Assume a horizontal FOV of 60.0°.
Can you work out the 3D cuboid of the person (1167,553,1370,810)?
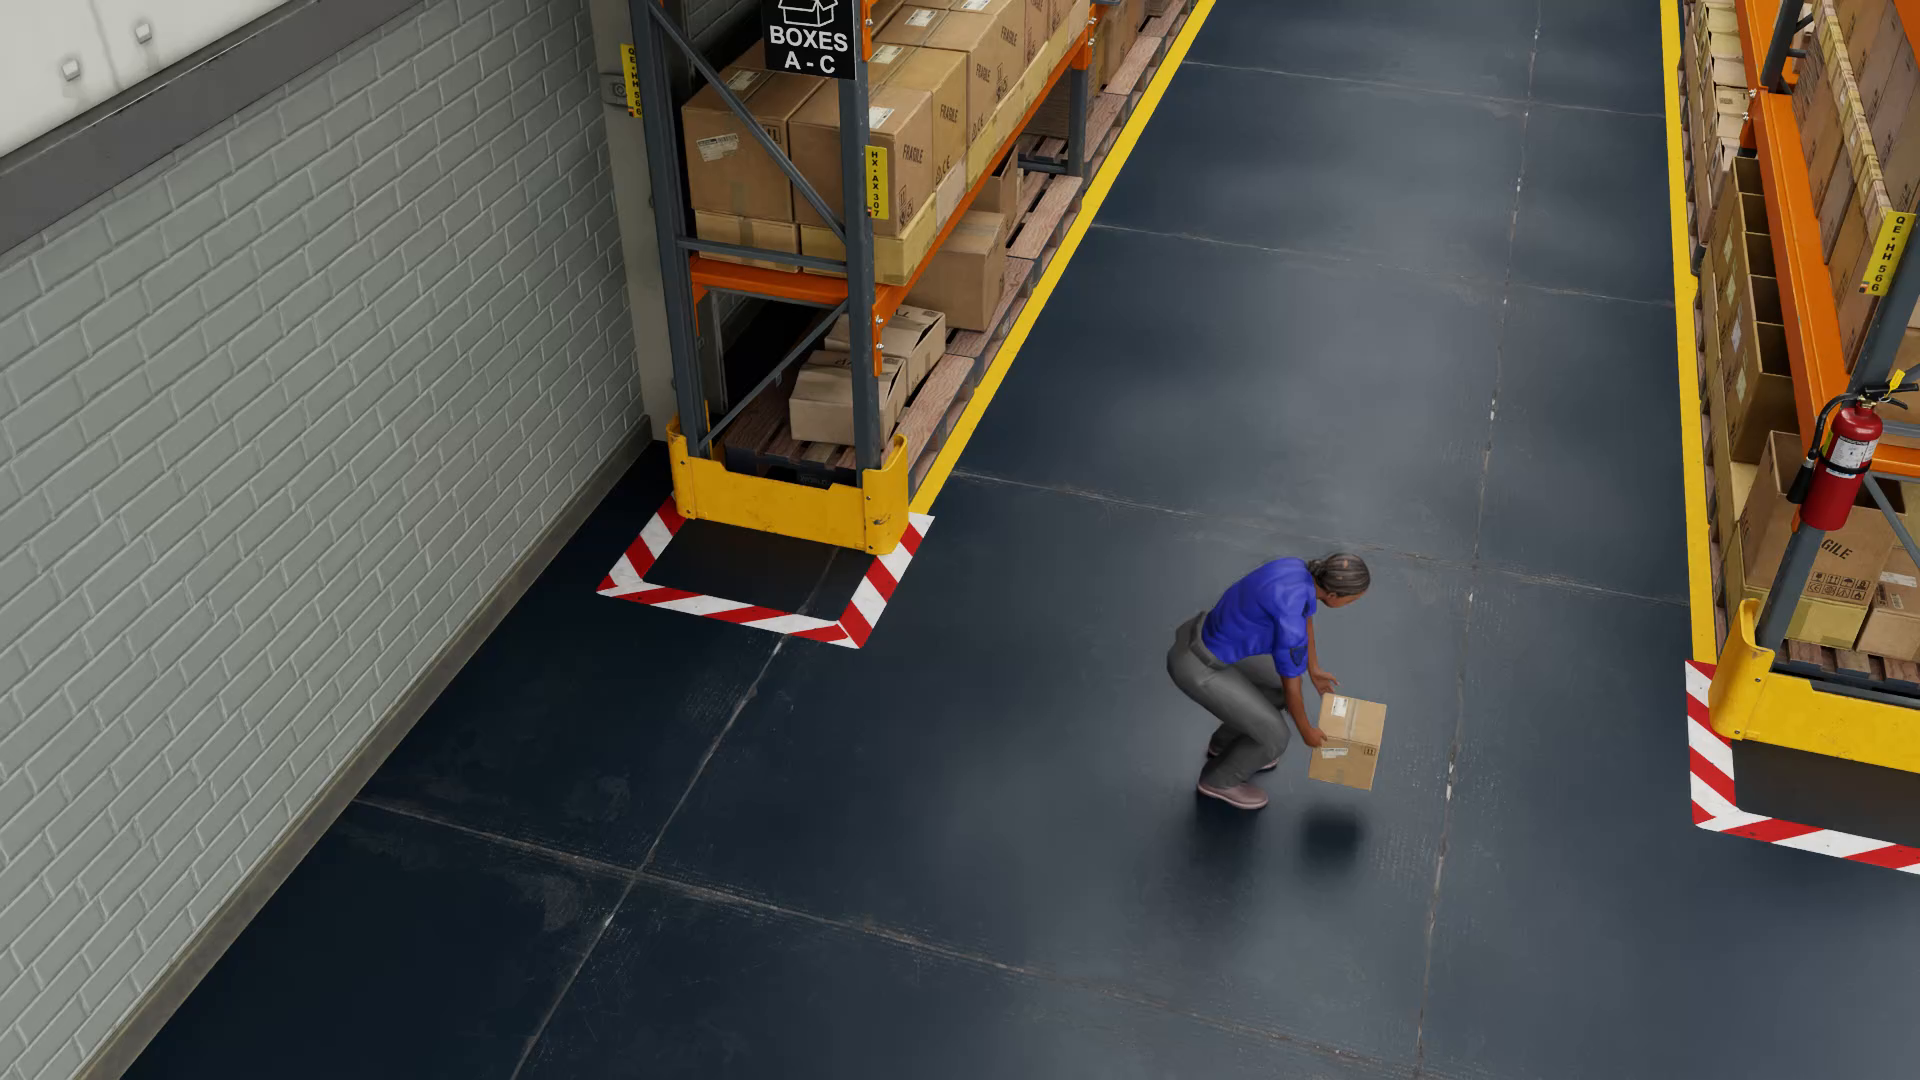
[{"bbox_3d":[1.196,0.501,6.627,0.716,1.192,0.497,11,39,14],"label":"person"}]
